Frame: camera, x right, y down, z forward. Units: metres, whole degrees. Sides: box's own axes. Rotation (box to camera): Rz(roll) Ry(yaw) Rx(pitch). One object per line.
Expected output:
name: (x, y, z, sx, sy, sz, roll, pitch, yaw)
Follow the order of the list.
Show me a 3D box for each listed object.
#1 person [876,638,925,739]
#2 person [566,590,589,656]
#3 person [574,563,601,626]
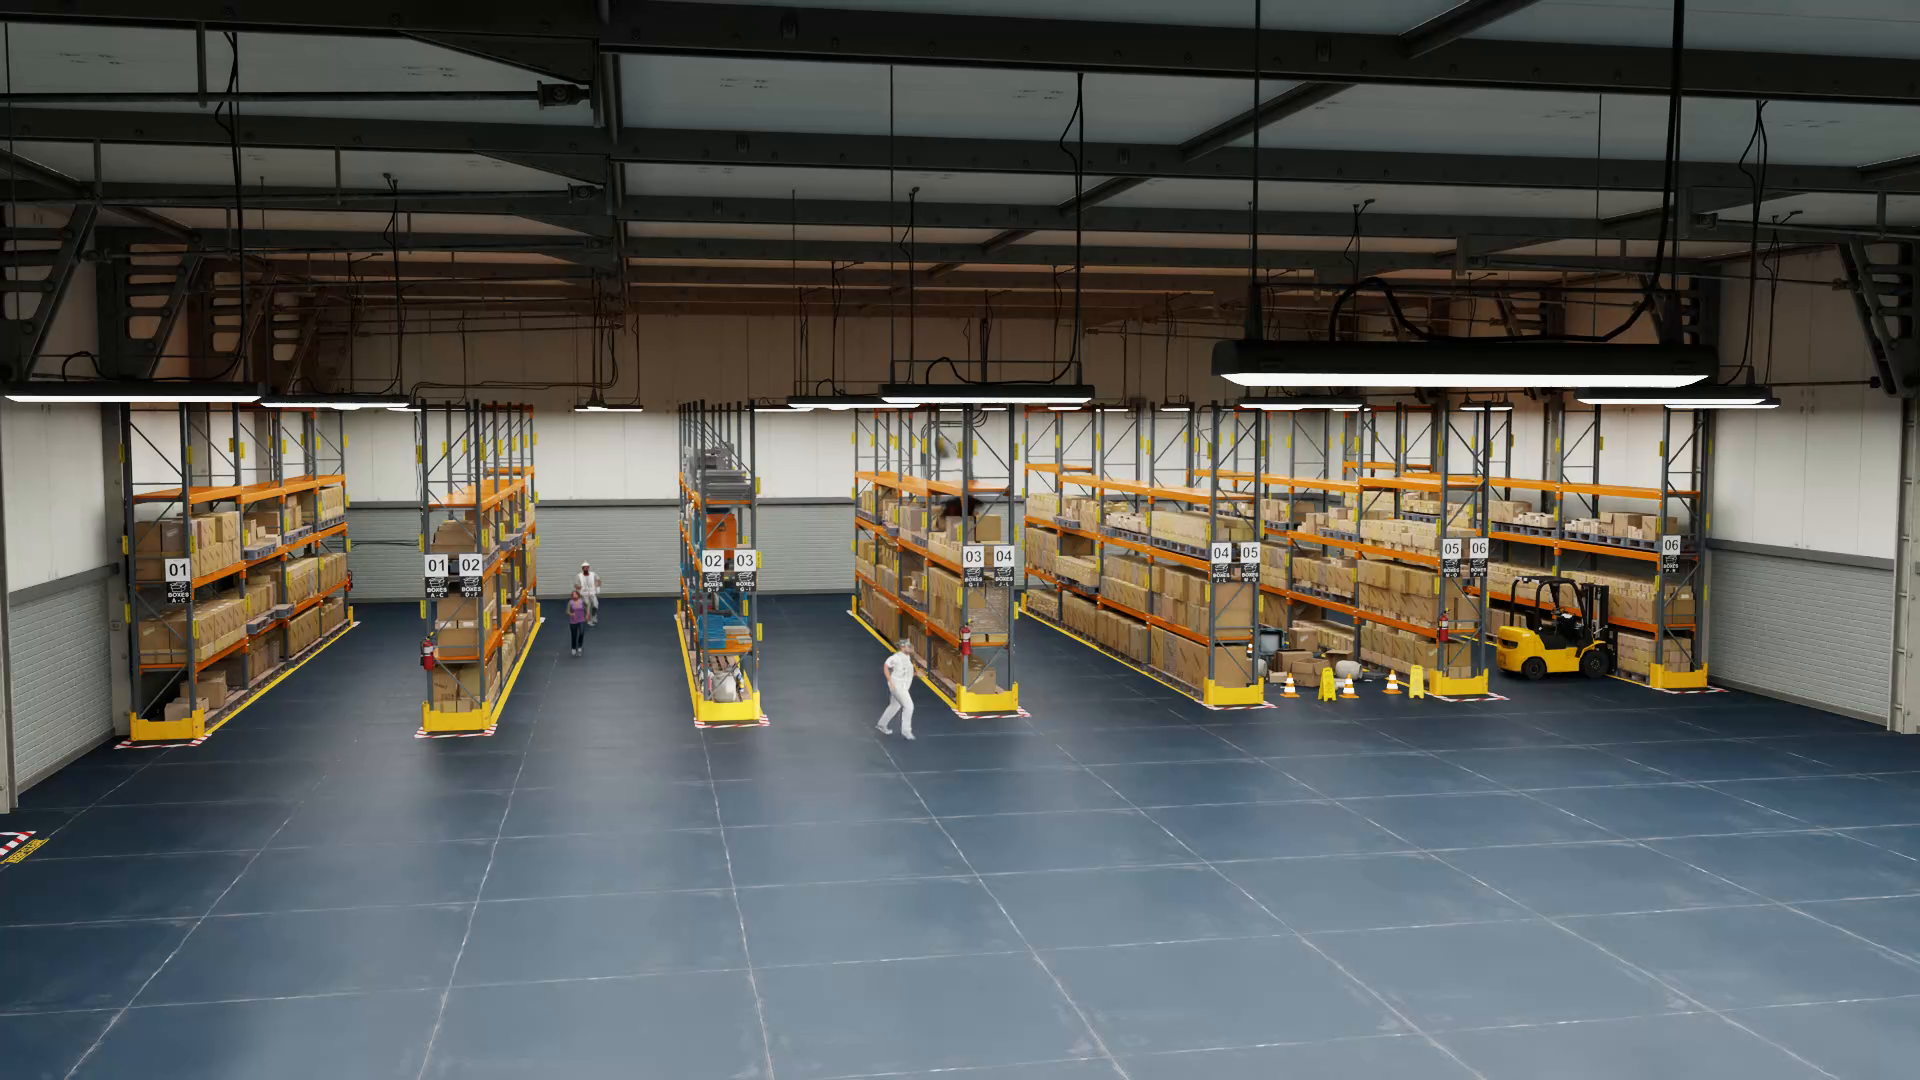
person: (-1.068, 2.644, 29.483, 0.912, 1.838, 0.589, 1, 4, 11)
person: (-9.037, 1.951, 39.314, 0.543, 1.559, 0.795, -1, 4, -14)
person: (-10.066, 1.478, 44.931, 0.693, 1.725, 0.531, -1, 5, -18)
